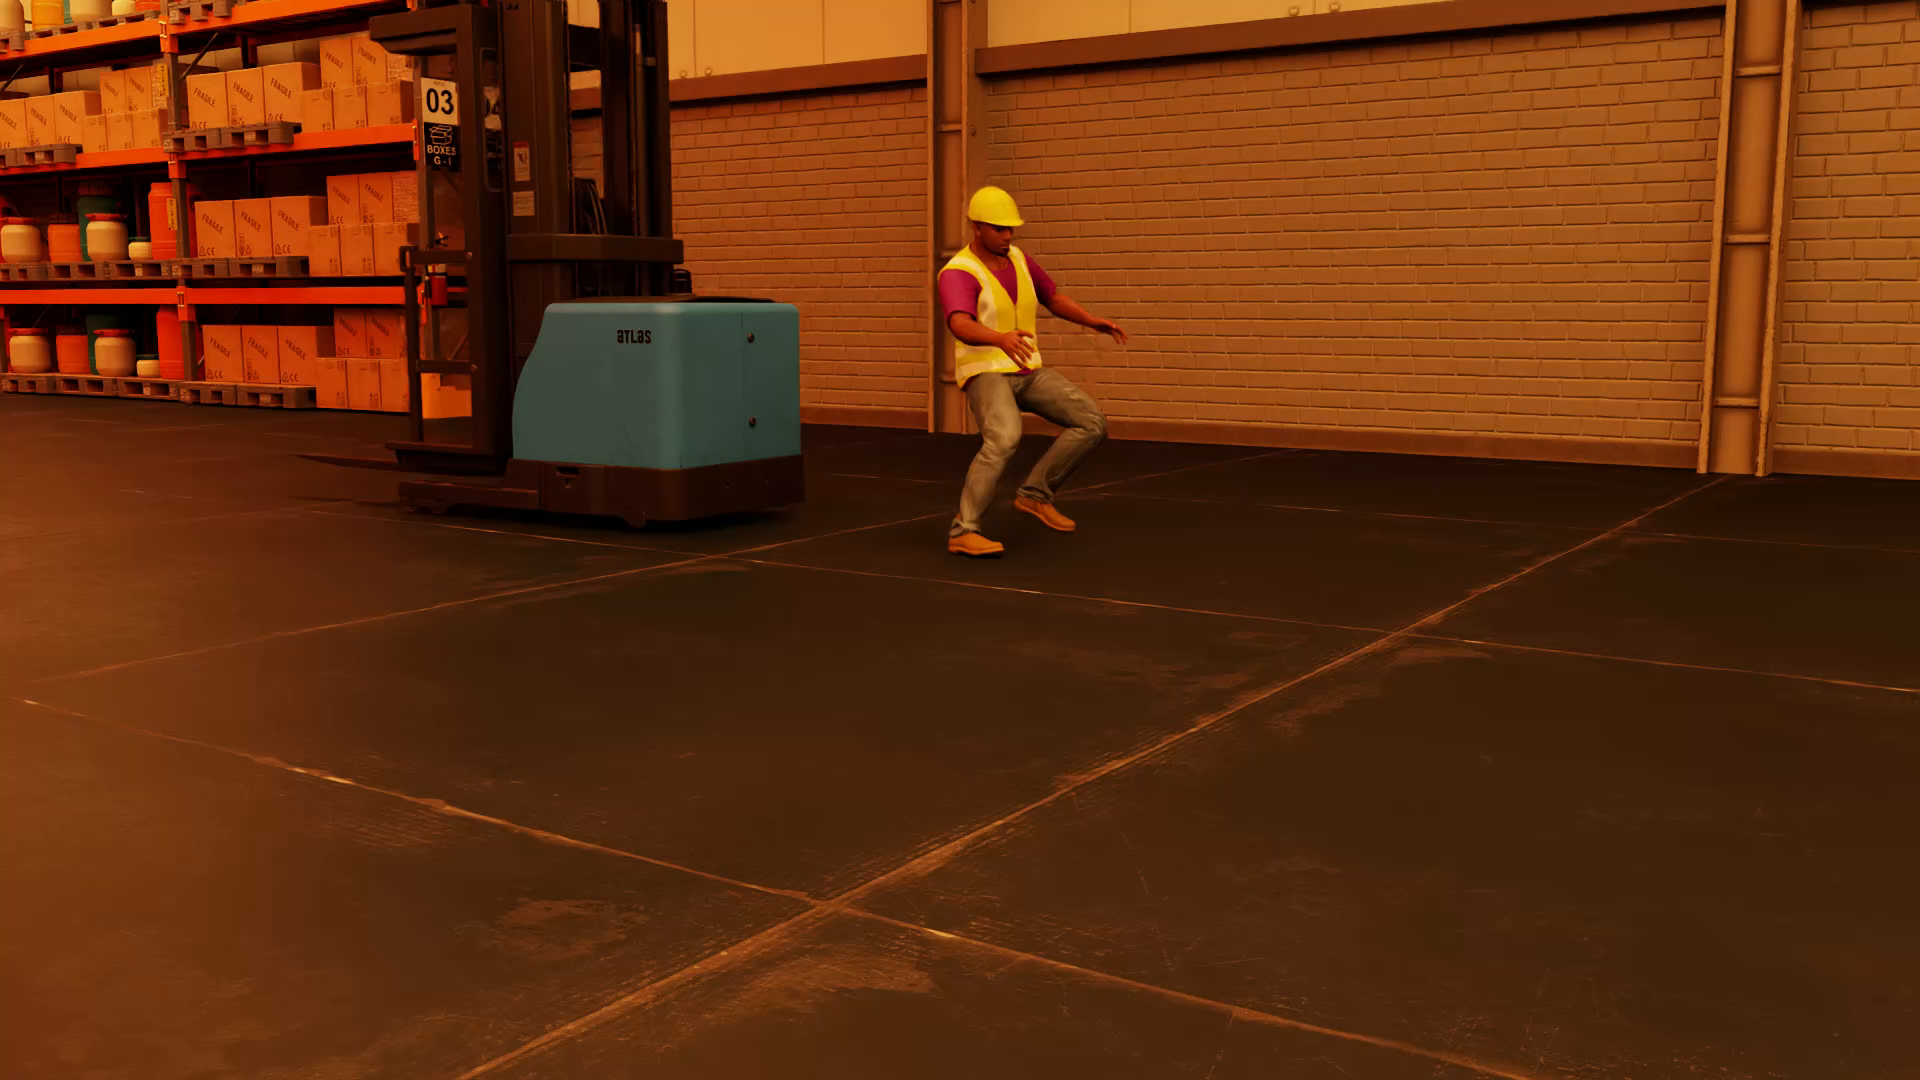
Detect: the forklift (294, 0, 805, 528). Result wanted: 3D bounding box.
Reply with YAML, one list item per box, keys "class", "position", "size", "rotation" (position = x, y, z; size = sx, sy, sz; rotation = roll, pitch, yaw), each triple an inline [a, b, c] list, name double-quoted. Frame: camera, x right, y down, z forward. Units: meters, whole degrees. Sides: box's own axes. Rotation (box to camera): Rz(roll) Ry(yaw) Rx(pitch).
- class: "forklift"
  position: [-2.314, -1.638, 8.714]
  size: [3.031, 2.935, 1.130]
  rotation: [5, 10, 32]

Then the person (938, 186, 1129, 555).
- class: "person"
  position: [0.305, -0.761, 7.351]
  size: [0.933, 1.585, 0.763]
  rotation: [-8, 11, -43]
